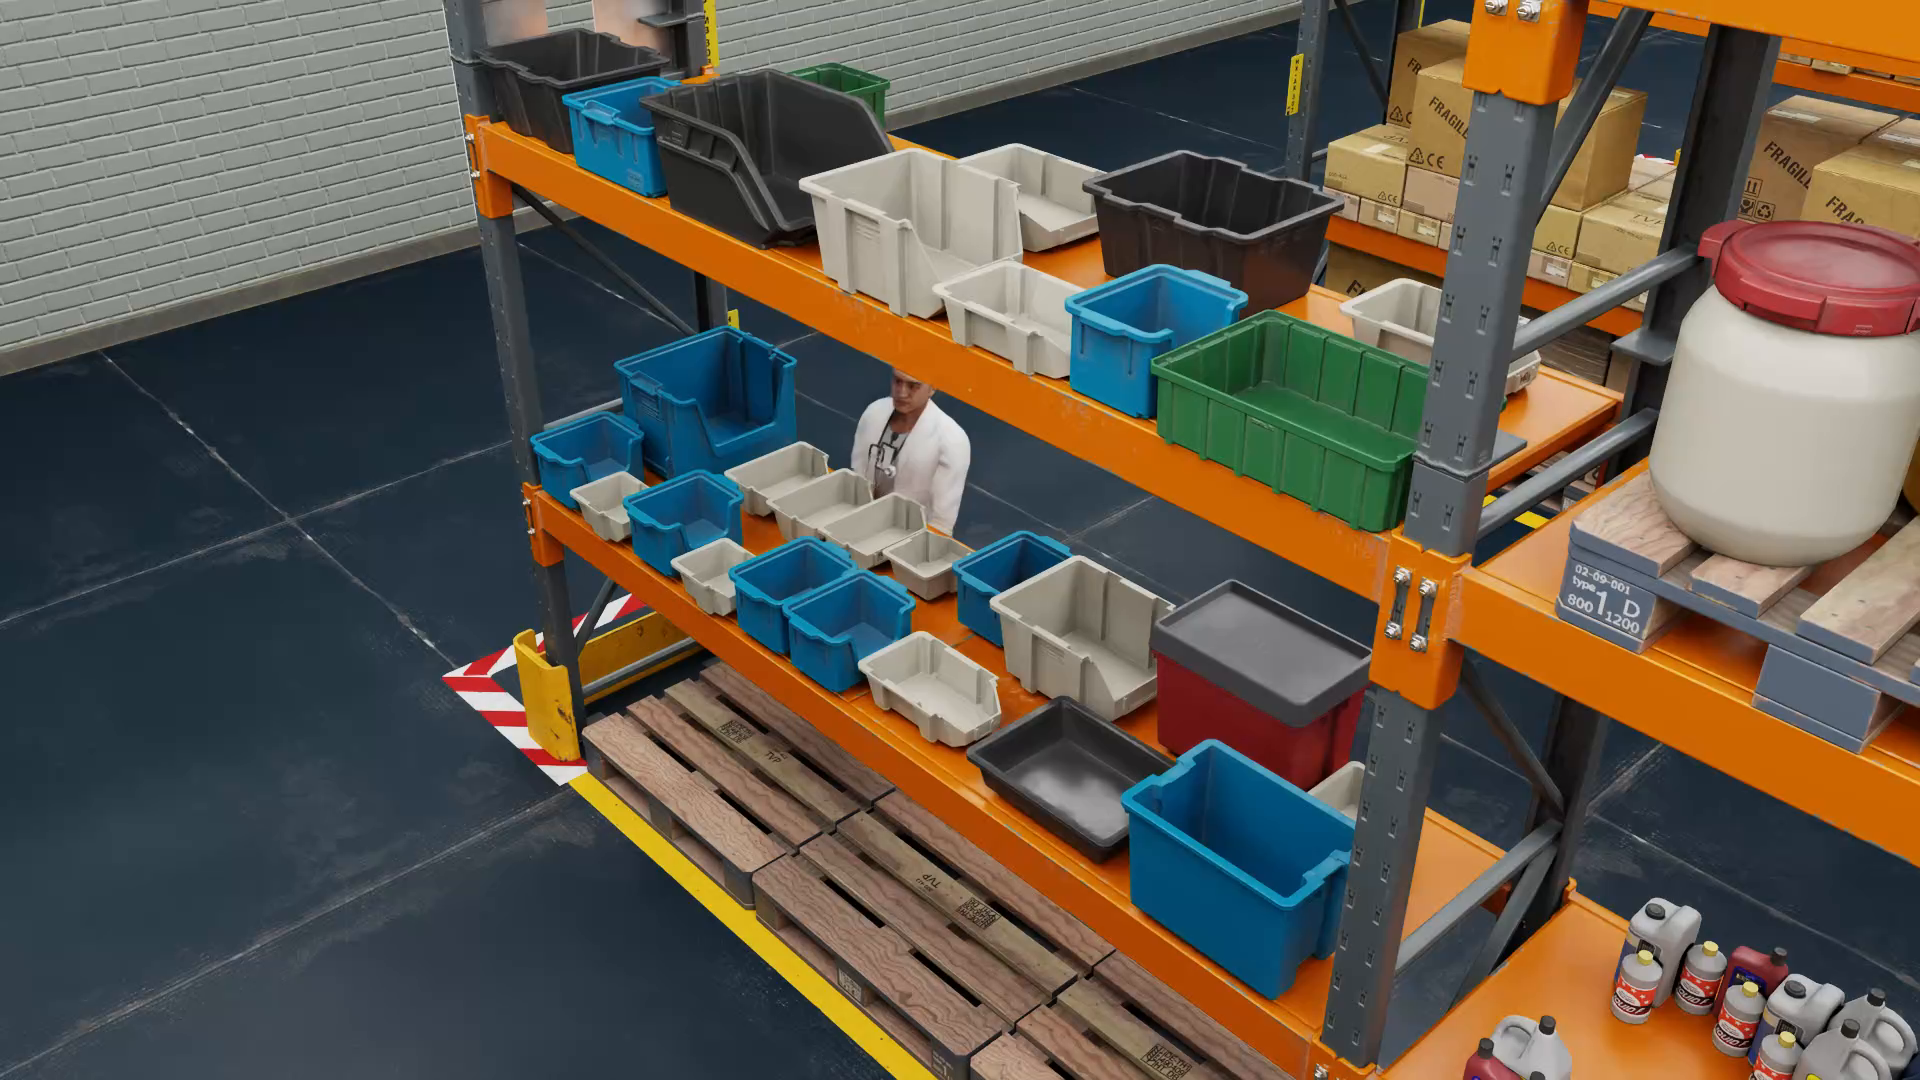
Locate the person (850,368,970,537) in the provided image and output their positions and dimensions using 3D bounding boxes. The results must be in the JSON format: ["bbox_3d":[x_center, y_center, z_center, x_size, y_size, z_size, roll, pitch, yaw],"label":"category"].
[{"bbox_3d":[-0.286,0.032,6.756,0.599,1.715,0.461,20,36,29],"label":"person"}]
